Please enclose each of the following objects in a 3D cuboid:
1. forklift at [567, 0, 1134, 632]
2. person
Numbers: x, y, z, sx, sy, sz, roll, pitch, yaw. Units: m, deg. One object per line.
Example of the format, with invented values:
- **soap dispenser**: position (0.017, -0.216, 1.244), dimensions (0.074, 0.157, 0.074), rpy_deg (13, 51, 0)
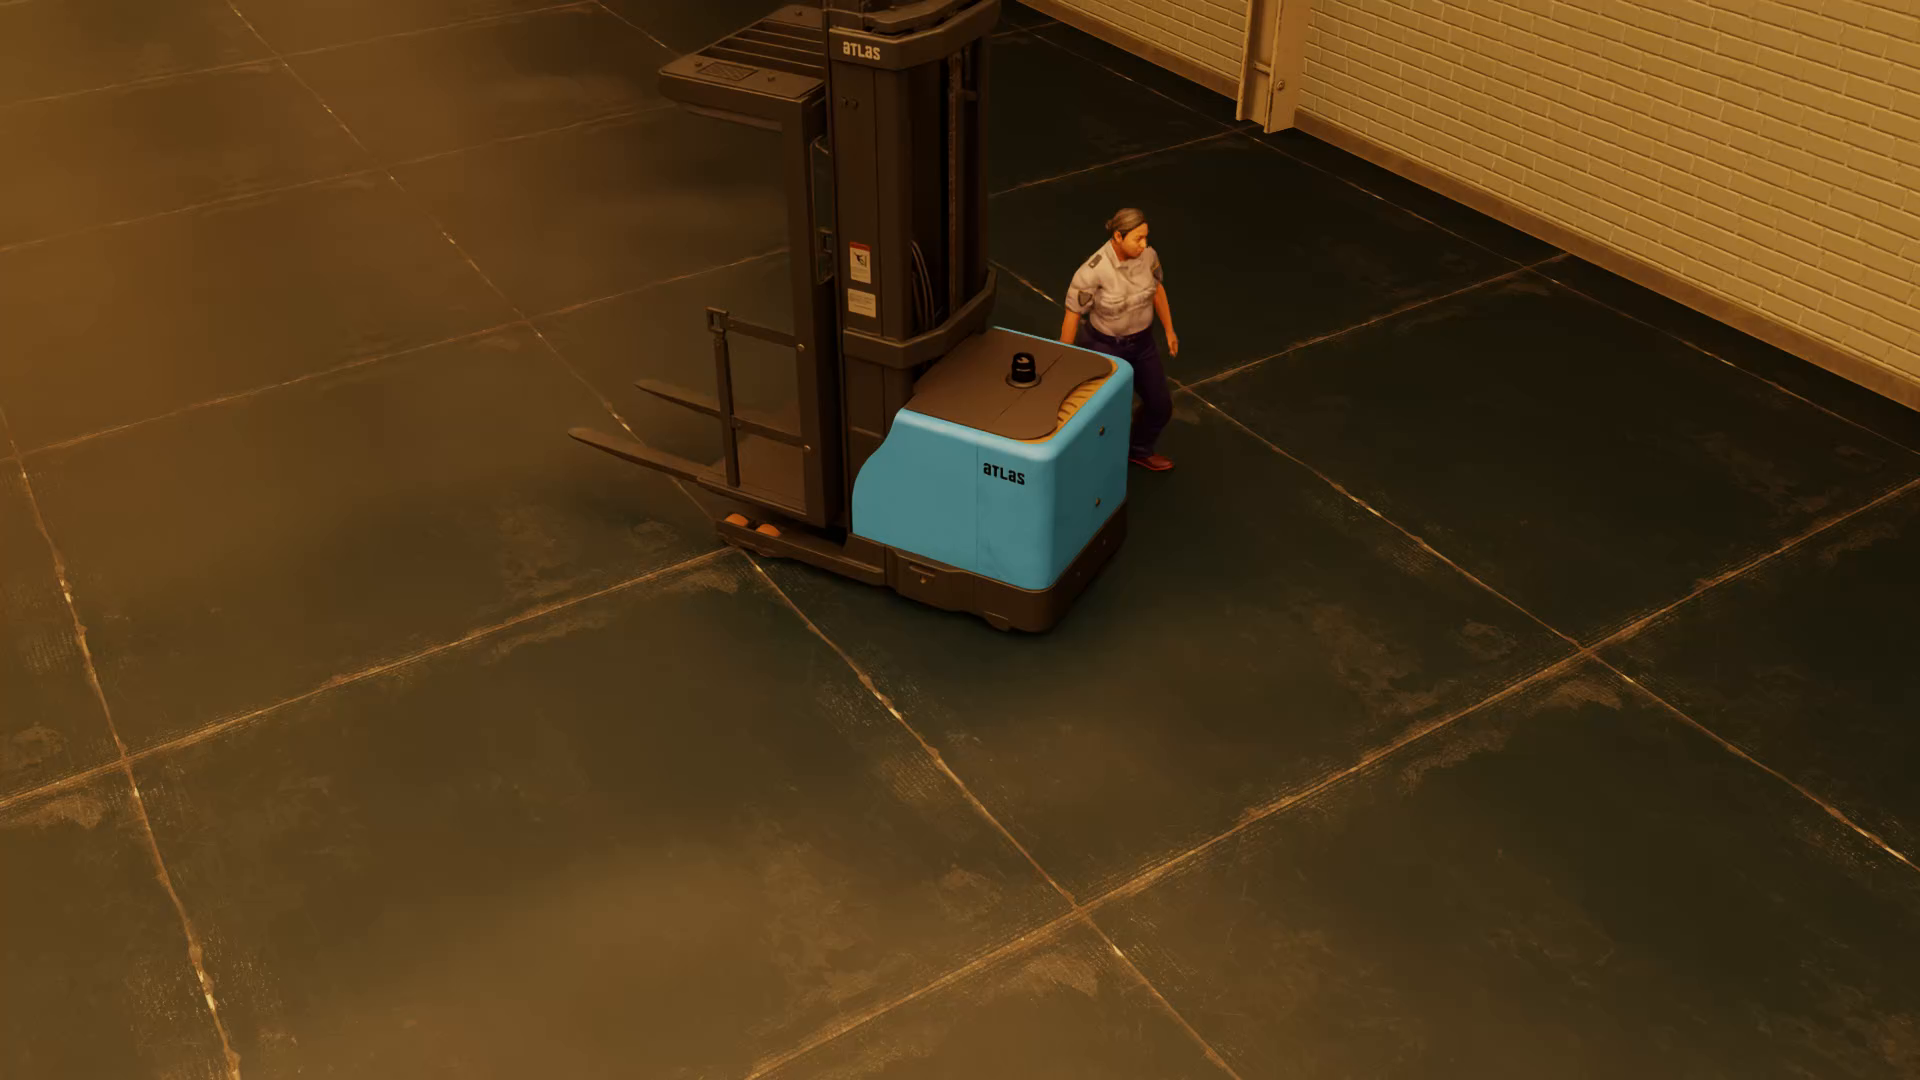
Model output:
- **forklift**: position (-0.680, -1.359, 8.082), dimensions (3.031, 2.935, 1.130), rpy_deg (17, 39, 23)
- **person**: position (0.835, -1.003, 8.730), dimensions (0.715, 1.610, 0.377), rpy_deg (-18, 39, -24)
